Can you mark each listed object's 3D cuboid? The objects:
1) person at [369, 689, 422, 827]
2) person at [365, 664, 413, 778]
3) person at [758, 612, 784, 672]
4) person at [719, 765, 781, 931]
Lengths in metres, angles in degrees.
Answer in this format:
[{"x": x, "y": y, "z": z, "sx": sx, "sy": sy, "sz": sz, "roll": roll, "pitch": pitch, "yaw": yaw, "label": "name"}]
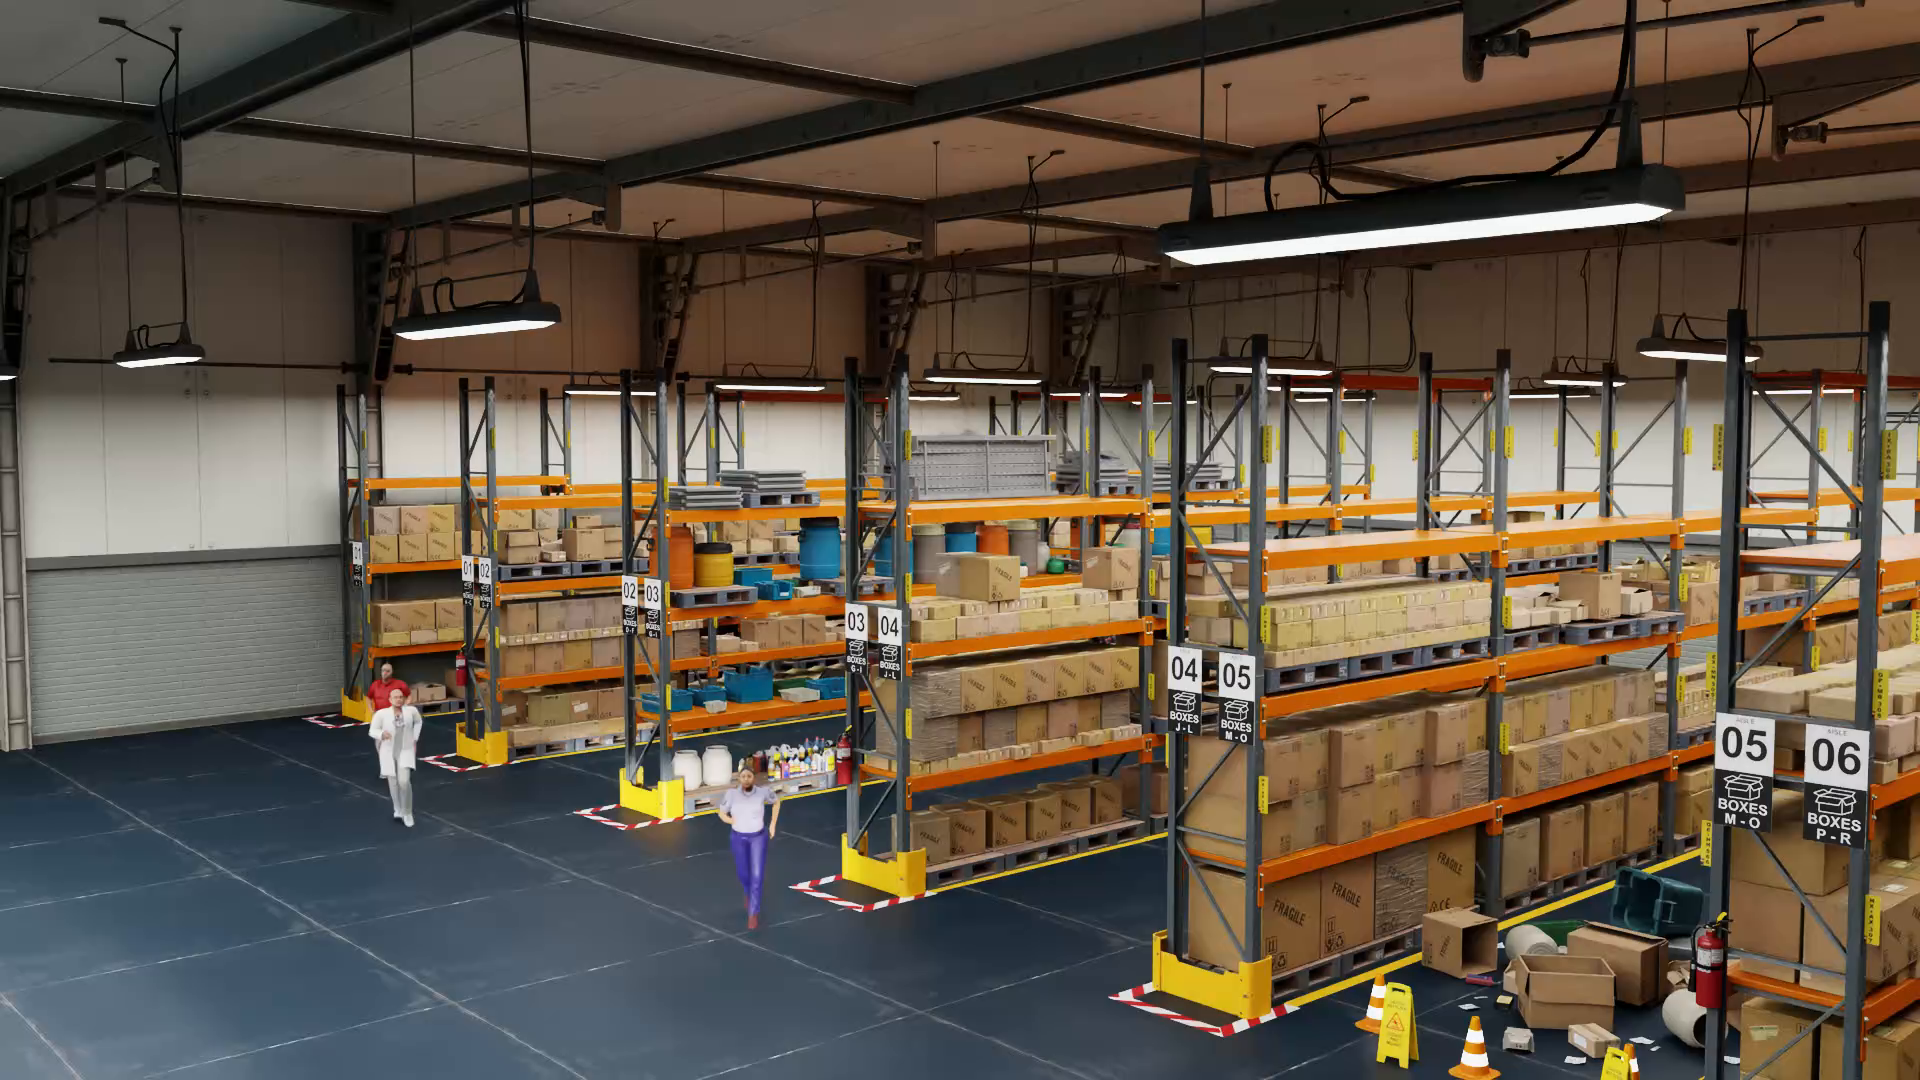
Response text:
[{"x": -7.395, "y": 2.865, "z": 21.818, "sx": 0.666, "sy": 1.837, "sz": 0.812, "roll": -1, "pitch": 4, "yaw": -18, "label": "person"}, {"x": -8.580, "y": 2.687, "z": 24.992, "sx": 0.687, "sy": 1.685, "sz": 0.616, "roll": -1, "pitch": 4, "yaw": -8, "label": "person"}, {"x": -3.621, "y": 2.183, "z": 32.043, "sx": 0.677, "sy": 1.758, "sz": 0.661, "roll": -4, "pitch": 5, "yaw": -44, "label": "person"}, {"x": -2.230, "y": 3.203, "z": 17.592, "sx": 0.624, "sy": 1.684, "sz": 0.905, "roll": 0, "pitch": 4, "yaw": 2, "label": "person"}]
